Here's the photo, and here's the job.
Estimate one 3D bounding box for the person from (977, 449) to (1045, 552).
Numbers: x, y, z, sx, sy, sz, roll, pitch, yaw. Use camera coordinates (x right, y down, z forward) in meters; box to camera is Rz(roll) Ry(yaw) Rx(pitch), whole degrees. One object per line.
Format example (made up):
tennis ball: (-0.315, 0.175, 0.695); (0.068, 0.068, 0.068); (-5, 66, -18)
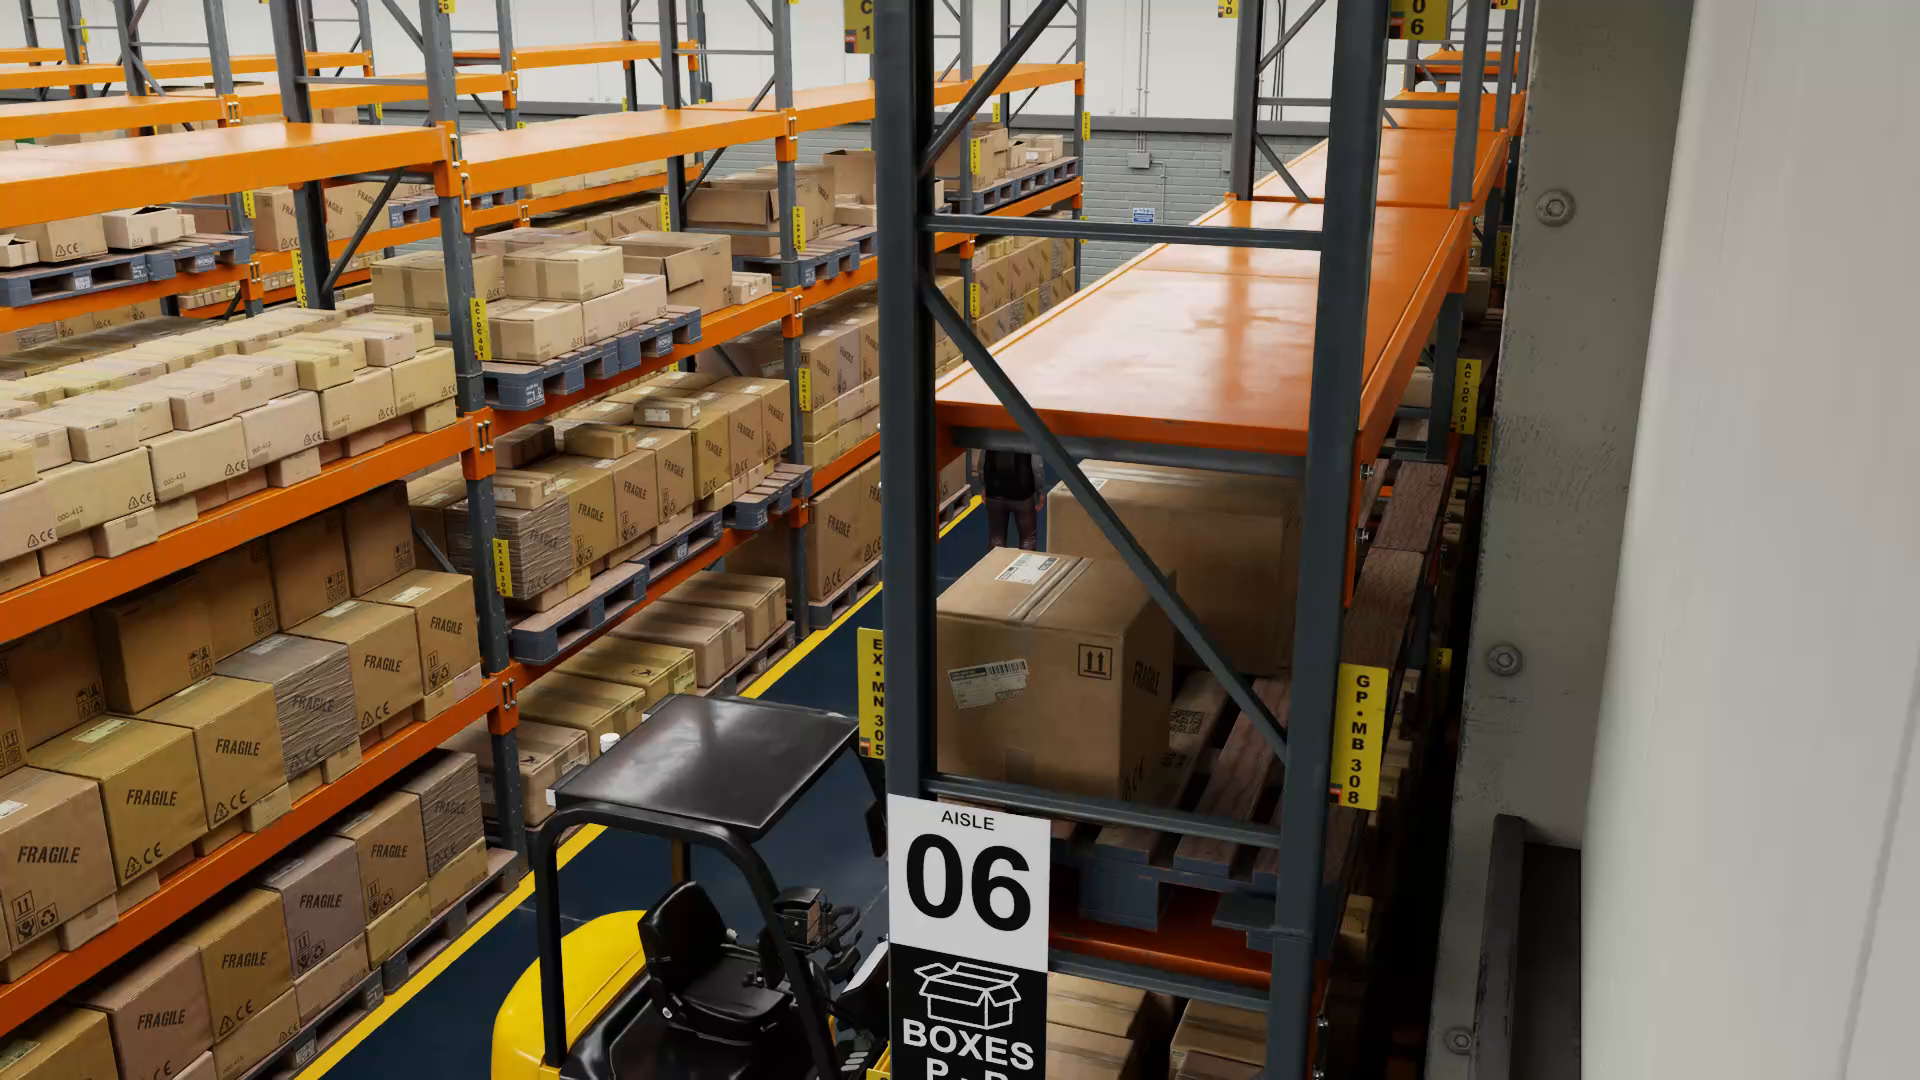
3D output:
person: (0.432, -0.380, 14.114); (0.581, 1.721, 0.413); (6, 19, 18)
